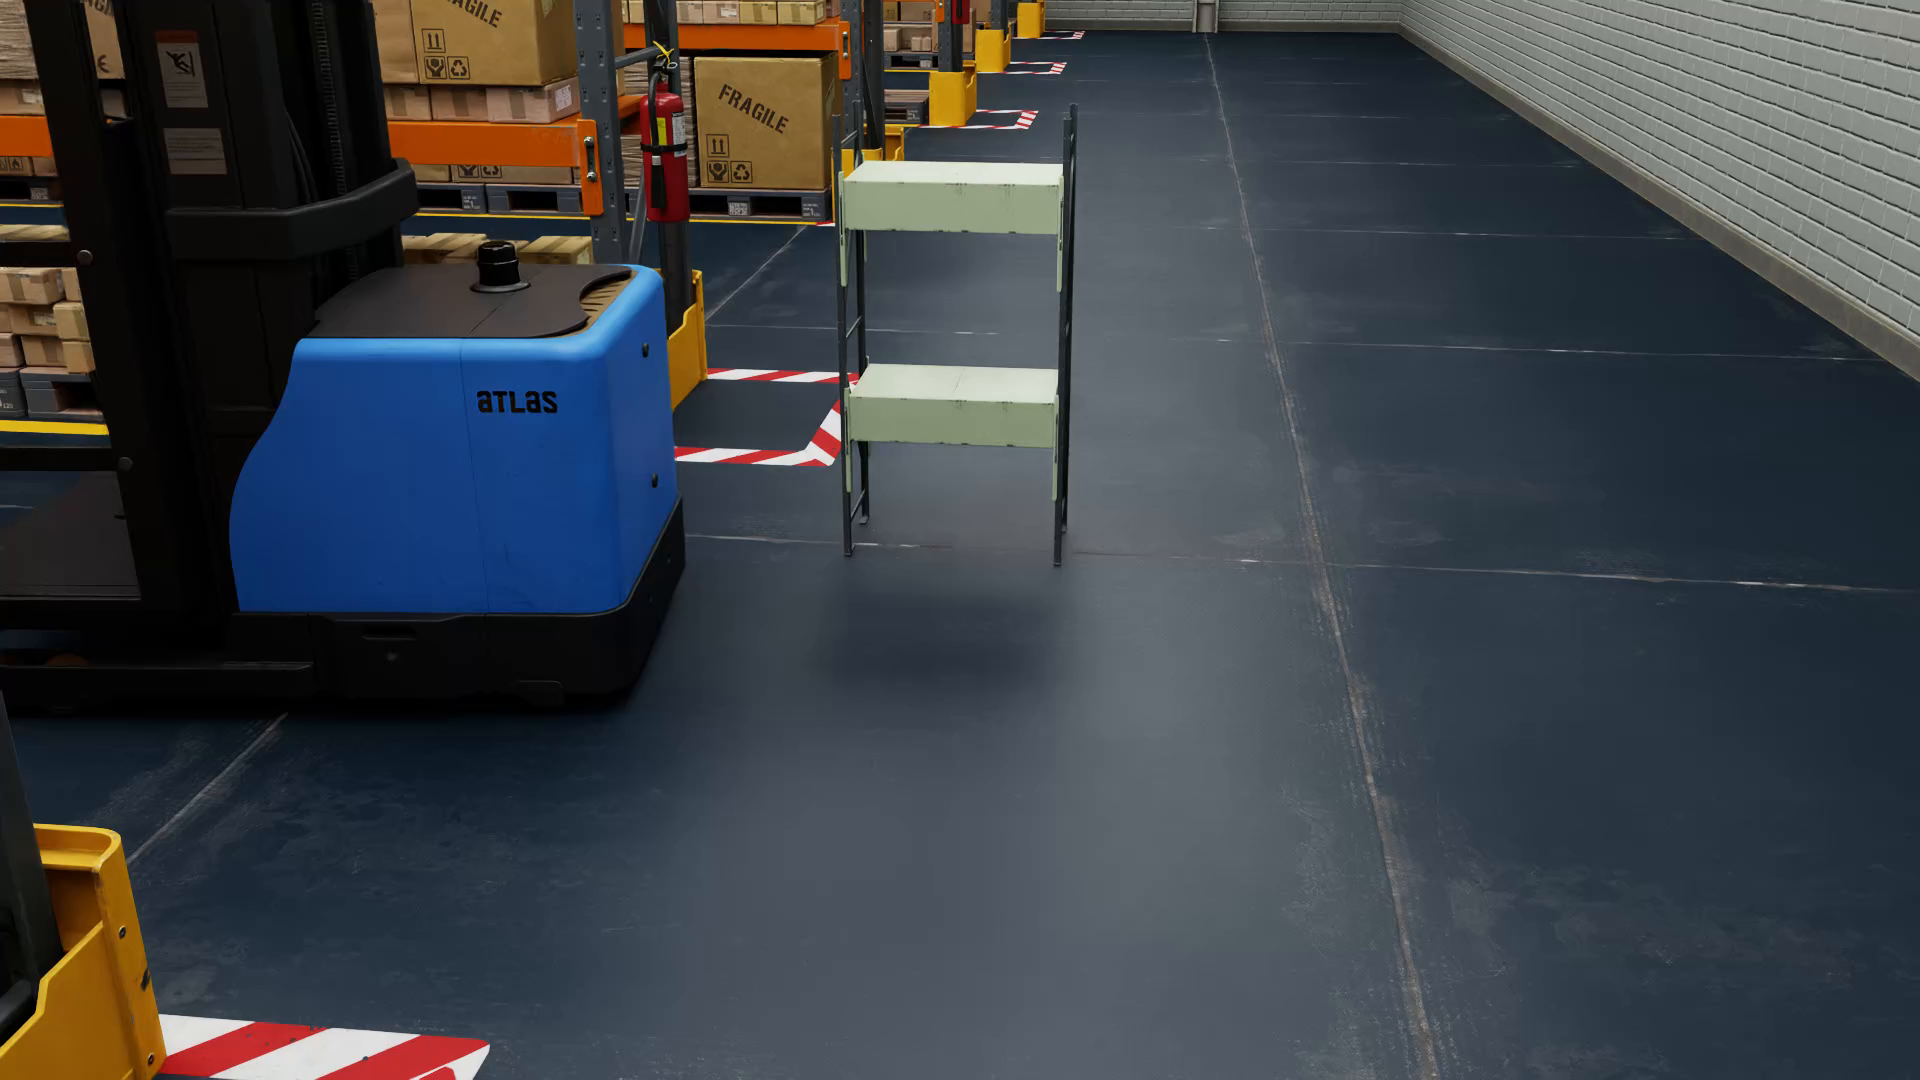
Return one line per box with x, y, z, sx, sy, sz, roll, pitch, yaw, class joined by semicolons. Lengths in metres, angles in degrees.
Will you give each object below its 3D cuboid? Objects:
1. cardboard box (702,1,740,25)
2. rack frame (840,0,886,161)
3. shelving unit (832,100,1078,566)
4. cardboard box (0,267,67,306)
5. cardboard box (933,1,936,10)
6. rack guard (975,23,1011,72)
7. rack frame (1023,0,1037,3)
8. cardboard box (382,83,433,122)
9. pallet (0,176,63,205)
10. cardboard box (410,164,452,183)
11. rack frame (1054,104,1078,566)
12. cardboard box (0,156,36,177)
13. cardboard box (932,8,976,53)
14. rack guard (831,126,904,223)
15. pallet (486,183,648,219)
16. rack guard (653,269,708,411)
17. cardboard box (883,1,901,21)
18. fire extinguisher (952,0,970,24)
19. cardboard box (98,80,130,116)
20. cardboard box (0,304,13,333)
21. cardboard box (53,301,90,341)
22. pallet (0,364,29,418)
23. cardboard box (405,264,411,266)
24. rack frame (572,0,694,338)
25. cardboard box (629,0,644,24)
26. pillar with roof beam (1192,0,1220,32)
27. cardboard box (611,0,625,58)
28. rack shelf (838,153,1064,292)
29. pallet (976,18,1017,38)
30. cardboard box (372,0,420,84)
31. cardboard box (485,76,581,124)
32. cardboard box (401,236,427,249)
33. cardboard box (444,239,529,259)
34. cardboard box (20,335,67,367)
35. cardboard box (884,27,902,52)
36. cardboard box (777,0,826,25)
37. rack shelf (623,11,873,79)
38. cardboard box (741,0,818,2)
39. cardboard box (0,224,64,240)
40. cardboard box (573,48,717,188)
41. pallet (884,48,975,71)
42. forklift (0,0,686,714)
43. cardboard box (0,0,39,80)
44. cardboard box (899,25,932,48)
-1.573;-3.588;11.277;0.250;0.149;0.380;3;22;6;cardboard box
-0.672;-3.788;11.441;0.127;3.000;1.000;2;22;6;rack frame
-0.007;-0.698;5.665;0.755;1.500;0.431;2;22;6;shelving unit
-3.982;-1.140;7.240;0.250;0.149;0.380;3;22;7;cardboard box
-0.127;-8.261;25.585;0.500;0.500;0.700;2;22;6;cardboard box
0.422;-6.245;21.057;0.348;0.500;1.175;2;22;6;rack guard
1.077;-9.213;25.164;0.127;3.000;1.000;2;22;6;rack frame
-2.206;-1.805;6.768;0.250;0.149;0.380;2;22;6;cardboard box
-6.634;-2.722;12.537;1.213;0.211;1.003;2;22;6;pallet
-3.998;-3.110;12.046;0.875;0.875;0.875;2;22;6;cardboard box
0.357;-0.682;5.625;0.023;1.500;0.400;2;22;6;rack frame
-7.049;-3.262;12.430;0.875;0.875;1.225;3;22;6;cardboard box
-0.071;-6.380;20.800;0.500;0.500;0.500;2;22;6;cardboard box
-0.648;-2.624;11.898;0.348;0.500;1.175;2;22;6;rack guard
-2.683;-2.551;12.105;1.213;0.211;1.003;2;22;6;pallet
-1.431;-0.822;7.339;0.348;0.500;1.175;2;22;6;rack guard
-1.157;-8.303;25.691;0.500;0.500;0.700;3;22;8;cardboard box
0.007;-5.214;15.661;0.183;0.674;0.296;2;22;6;fire extinguisher
-3.500;-1.872;6.936;0.250;0.149;0.380;3;22;8;cardboard box
-4.230;-1.041;7.396;0.250;0.149;0.380;1;22;4;cardboard box
-3.717;-0.987;7.258;0.250;0.149;0.380;2;22;6;cardboard box
-4.657;-0.841;7.781;1.213;0.211;1.003;2;22;6;pallet
-2.426;-1.054;7.024;0.250;0.149;0.380;2;22;5;cardboard box
-1.356;-1.981;6.871;0.127;3.000;1.000;2;22;6;rack frame
-2.079;-3.610;11.332;0.250;0.149;0.380;2;22;5;cardboard box
3.353;-10.630;20.589;0.400;9.000;9.100;2;22;6;pillar with roof beam
-1.769;-2.286;7.103;0.500;0.500;0.500;4;22;9;cardboard box
-0.007;-1.061;5.521;0.720;0.370;0.431;2;22;6;rack shelf
0.274;-7.922;25.692;1.213;0.211;1.003;2;22;6;pallet
-2.343;-2.116;6.671;0.500;0.500;0.500;2;22;5;cardboard box
-1.713;-1.775;6.692;0.250;0.149;0.380;3;22;6;cardboard box
-2.615;-1.280;7.596;0.250;0.149;0.380;1;22;4;cardboard box
-2.124;-1.242;7.499;0.250;0.149;0.380;3;22;7;cardboard box
-3.958;-0.896;7.432;0.250;0.149;0.380;2;22;4;cardboard box
-1.011;-6.316;20.977;0.500;0.250;0.500;2;22;6;cardboard box
-1.064;-3.566;11.222;0.250;0.149;0.380;3;22;7;cardboard box
-2.658;-3.540;11.792;4.000;0.370;1.077;2;22;6;rack shelf
-1.184;-3.780;11.222;0.500;0.250;0.500;2;22;5;cardboard box
-4.438;-1.375;7.836;0.250;0.149;0.380;2;22;6;cardboard box
-2.221;-3.033;11.850;0.875;0.875;0.875;2;22;6;cardboard box
-0.370;-6.145;21.196;1.213;0.211;1.003;2;22;6;pallet
-2.433;-1.066;4.649;3.031;2.935;1.130;0;22;1;forklift
-3.878;-2.172;6.813;0.500;0.500;0.500;2;22;5;cardboard box
-0.505;-6.479;21.390;0.500;0.250;0.500;2;22;6;cardboard box
